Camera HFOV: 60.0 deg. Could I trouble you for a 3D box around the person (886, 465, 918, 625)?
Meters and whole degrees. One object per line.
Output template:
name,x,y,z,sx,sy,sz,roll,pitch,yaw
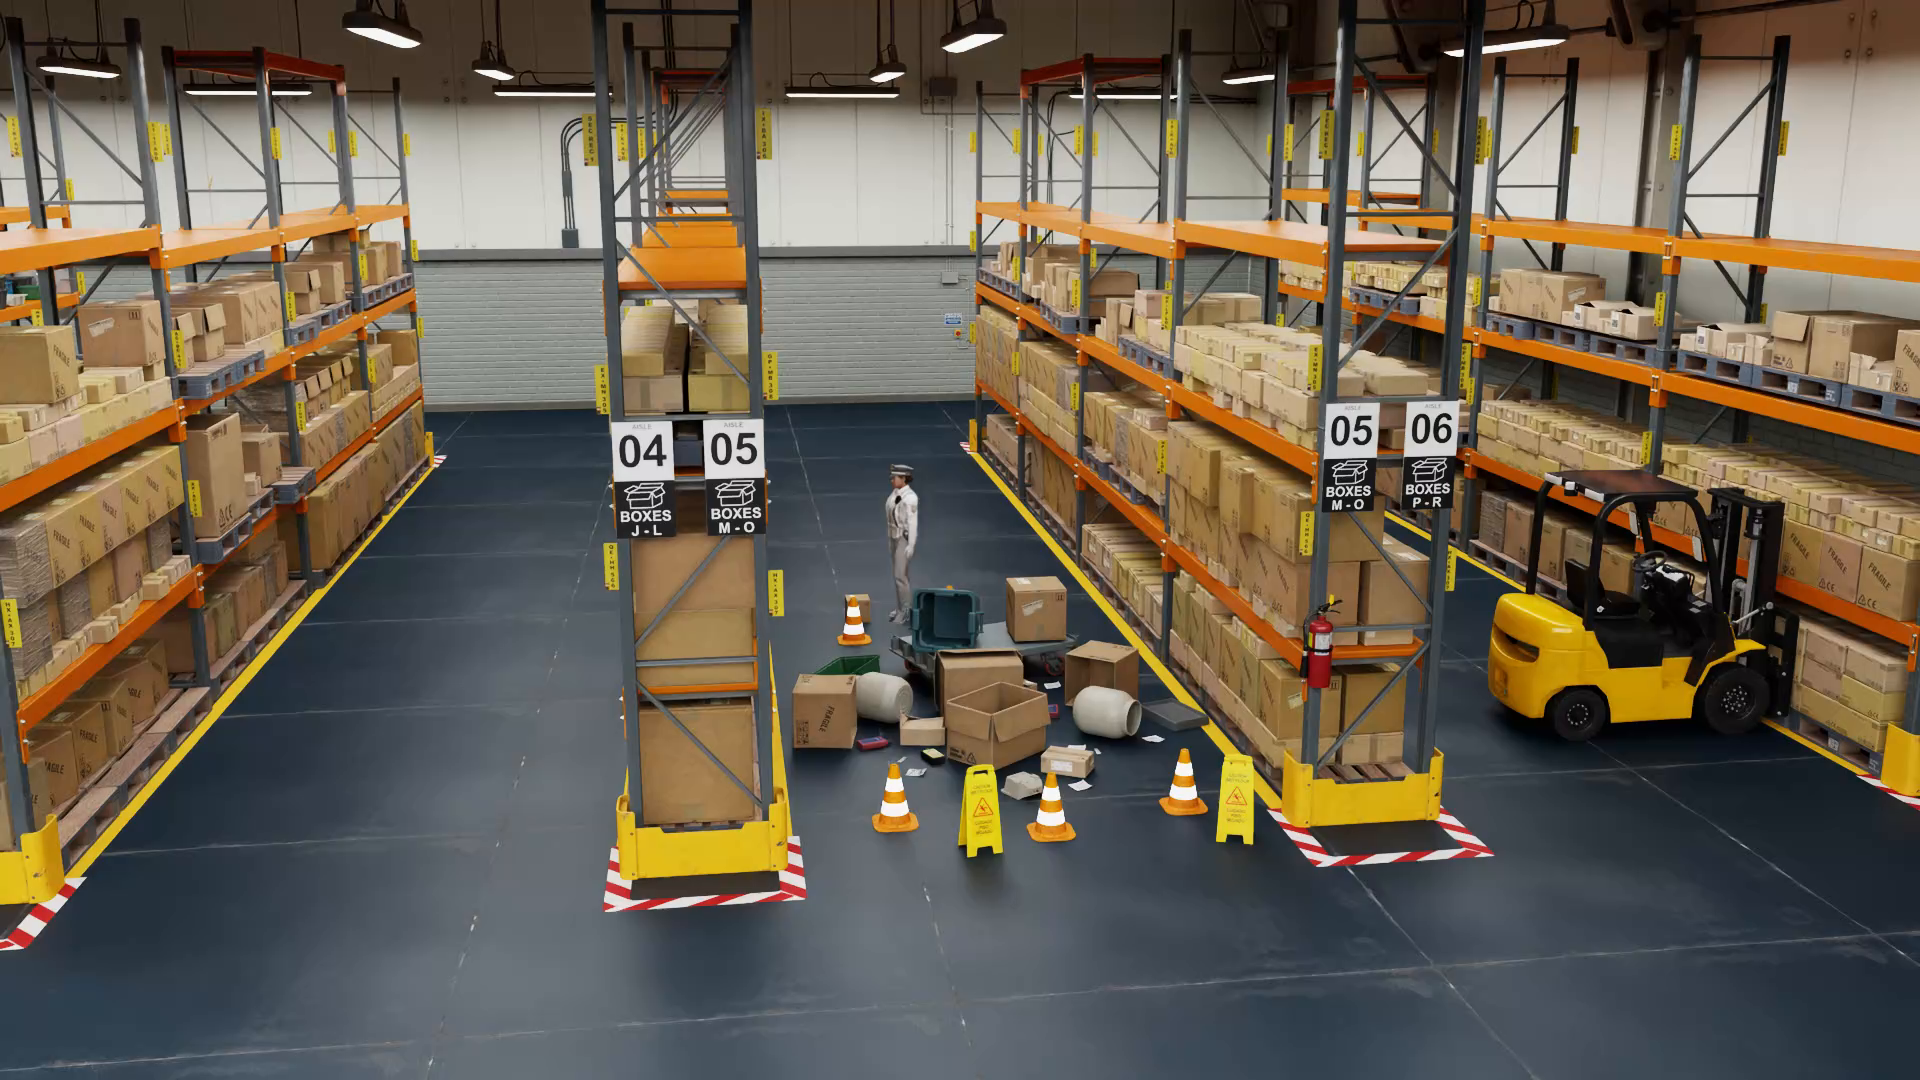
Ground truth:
person,-0.659,0.050,17.855,0.402,1.739,0.509,-6,15,-25
